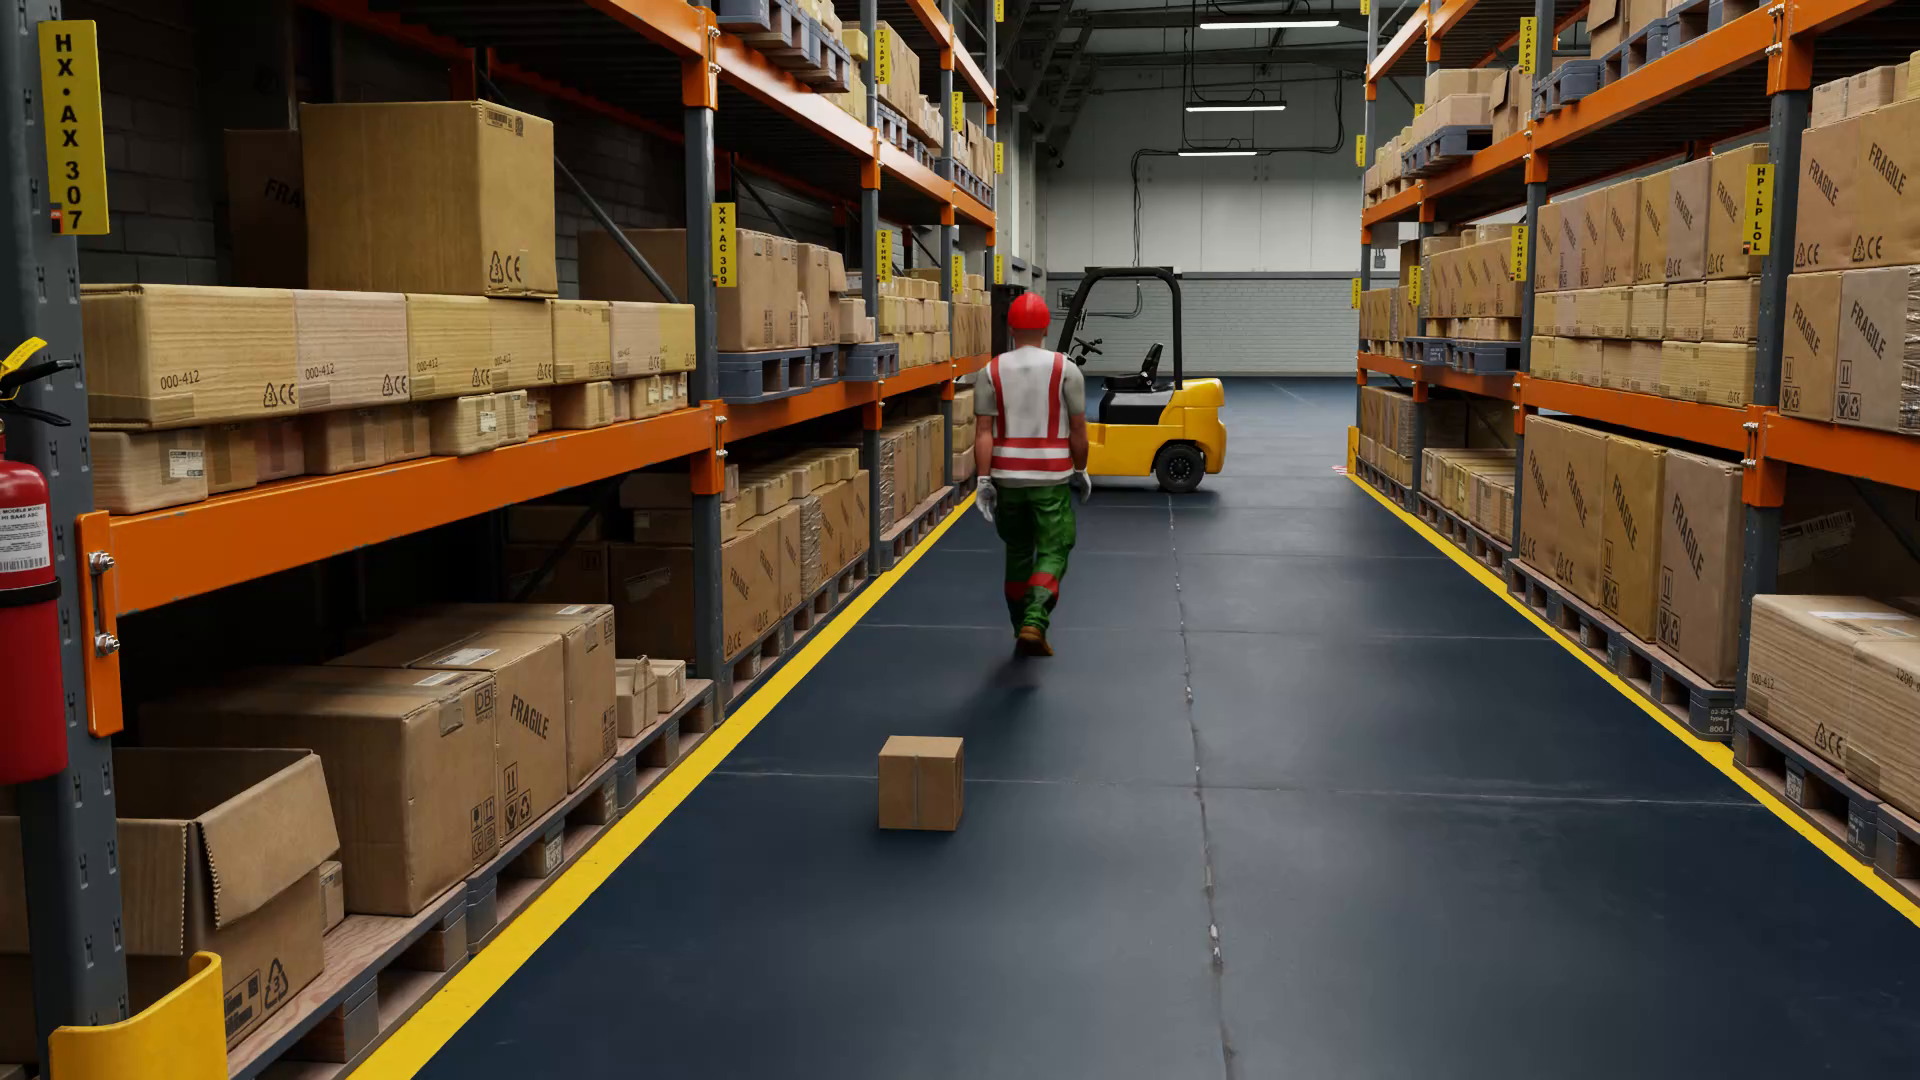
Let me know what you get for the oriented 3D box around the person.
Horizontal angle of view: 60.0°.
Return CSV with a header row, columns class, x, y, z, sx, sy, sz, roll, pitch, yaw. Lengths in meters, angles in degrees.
class,x,y,z,sx,sy,sz,roll,pitch,yaw
person,0.337,-0.290,7.876,0.531,1.749,1.005,2,8,13
